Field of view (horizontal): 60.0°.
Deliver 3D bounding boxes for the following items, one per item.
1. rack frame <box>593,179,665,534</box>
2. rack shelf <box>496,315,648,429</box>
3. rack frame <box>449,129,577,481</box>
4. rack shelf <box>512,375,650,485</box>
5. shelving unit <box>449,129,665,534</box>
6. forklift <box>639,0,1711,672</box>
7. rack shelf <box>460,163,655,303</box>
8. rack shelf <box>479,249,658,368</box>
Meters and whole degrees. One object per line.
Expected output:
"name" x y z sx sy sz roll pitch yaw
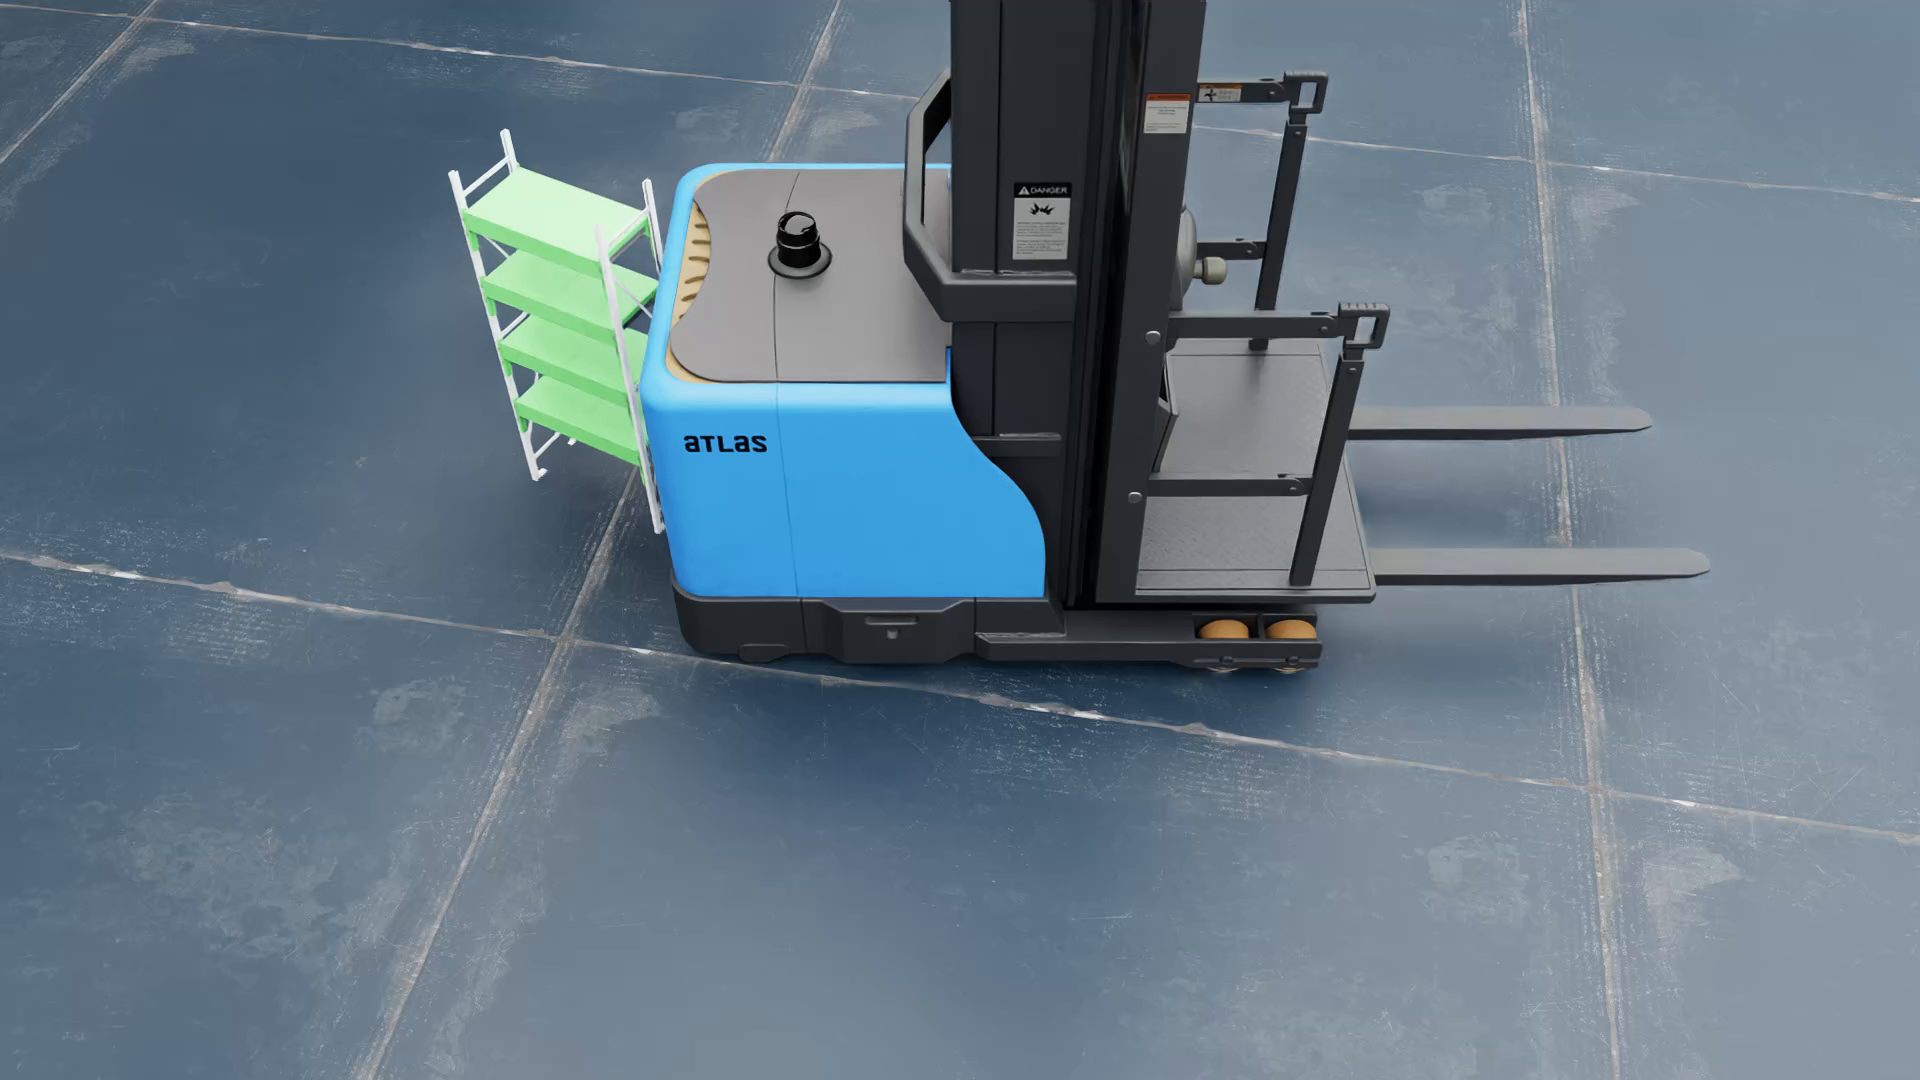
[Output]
"rack frame" -0.903 -0.499 4.892 0.015 1.200 0.240 22 52 19
"rack shelf" -1.117 -0.544 5.018 0.480 0.148 0.258 22 52 19
"rack frame" -1.331 -0.674 5.049 0.015 1.200 0.240 22 52 19
"rack shelf" -1.117 -0.383 5.196 0.480 0.148 0.258 22 52 19
"shelving unit" -1.117 -0.586 4.970 0.503 1.200 0.258 22 52 19
"forklift" 0.688 -0.990 4.169 3.031 2.935 1.130 0 48 0
"rack shelf" -1.117 -0.864 4.661 0.480 0.148 0.258 22 52 19
"rack shelf" -1.117 -0.704 4.839 0.480 0.148 0.258 22 52 19
